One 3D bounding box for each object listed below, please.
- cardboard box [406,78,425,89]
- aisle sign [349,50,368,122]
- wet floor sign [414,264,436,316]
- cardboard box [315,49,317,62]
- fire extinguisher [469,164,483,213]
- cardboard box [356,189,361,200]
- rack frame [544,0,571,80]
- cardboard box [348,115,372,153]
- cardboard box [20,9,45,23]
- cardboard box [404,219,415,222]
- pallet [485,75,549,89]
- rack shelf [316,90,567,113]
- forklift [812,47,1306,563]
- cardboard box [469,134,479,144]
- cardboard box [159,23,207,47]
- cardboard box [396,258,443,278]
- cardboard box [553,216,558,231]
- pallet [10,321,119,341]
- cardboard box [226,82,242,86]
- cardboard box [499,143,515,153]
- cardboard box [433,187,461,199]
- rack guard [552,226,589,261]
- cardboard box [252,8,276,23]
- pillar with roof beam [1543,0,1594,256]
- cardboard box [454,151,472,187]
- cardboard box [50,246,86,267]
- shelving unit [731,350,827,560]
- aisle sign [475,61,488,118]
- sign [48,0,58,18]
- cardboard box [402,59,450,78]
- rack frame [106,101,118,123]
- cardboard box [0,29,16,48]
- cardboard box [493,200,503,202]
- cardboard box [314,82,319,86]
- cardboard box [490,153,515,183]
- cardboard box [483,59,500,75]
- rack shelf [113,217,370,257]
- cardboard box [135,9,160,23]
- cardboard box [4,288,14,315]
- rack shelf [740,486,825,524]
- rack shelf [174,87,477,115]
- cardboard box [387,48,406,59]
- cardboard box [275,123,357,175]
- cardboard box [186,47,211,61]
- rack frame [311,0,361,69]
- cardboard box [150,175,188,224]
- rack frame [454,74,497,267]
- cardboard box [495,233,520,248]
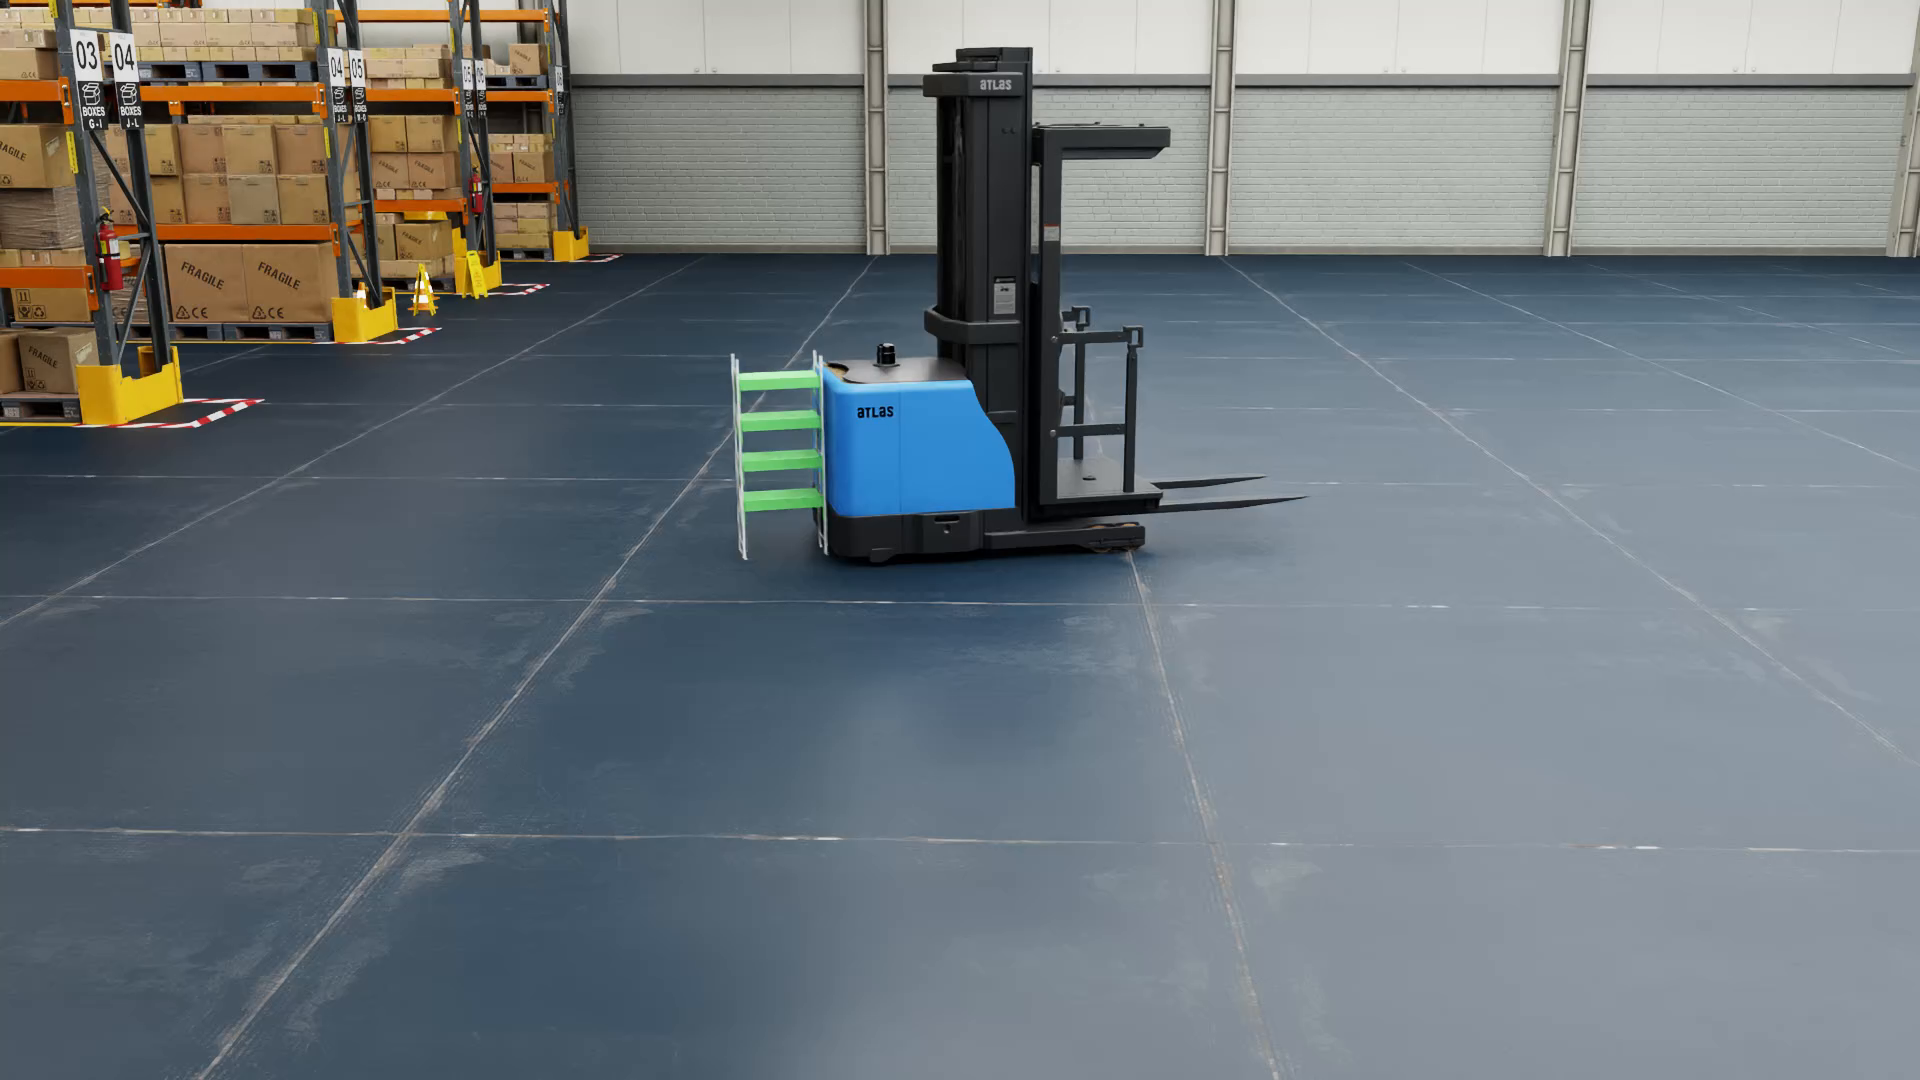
[{"bbox_3d":[-7.517,-6.348,23.133,0.250,0.149,0.380,0,15,2],"label":"cardboard box"},{"bbox_3d":[-6.850,-5.165,18.941,0.004,0.787,0.394,0,15,1],"label":"aisle sign"},{"bbox_3d":[-6.849,-3.198,21.197,0.232,0.644,0.267,-2,15,-8],"label":"wet floor sign"},{"bbox_3d":[-7.263,-5.496,18.885,0.250,0.149,0.380,0,15,2],"label":"cardboard box"},{"bbox_3d":[-6.801,-4.939,23.333,0.183,0.674,0.296,0,15,1],"label":"fire extinguisher"},{"bbox_3d":[-8.563,-4.912,23.570,0.250,0.149,0.380,0,15,1],"label":"cardboard box"},{"bbox_3d":[-6.780,-9.261,27.804,0.127,3.000,1.000,0,15,1],"label":"rack frame"},{"bbox_3d":[-8.438,-5.700,23.327,0.500,0.500,0.700,0,15,1],"label":"cardboard box"},{"bbox_3d":[-10.064,-5.732,18.215,0.250,0.149,0.380,0,15,1],"label":"cardboard box"},{"bbox_3d":[-8.249,-4.409,24.269,0.500,0.500,0.500,0,15,-1],"label":"cardboard box"},{"bbox_3d":[-7.486,-7.780,28.240,1.213,0.211,1.003,0,15,1],"label":"pallet"},{"bbox_3d":[-8.780,-7.476,28.328,4.000,0.370,1.077,0,15,1],"label":"rack shelf"},{"bbox_3d":[0.641,-1.465,10.147,3.031,2.935,1.130,-4,15,-13],"label":"forklift"},{"bbox_3d":[-8.163,-6.798,28.174,0.250,0.149,0.380,1,15,3],"label":"cardboard box"},{"bbox_3d":[-8.427,-5.544,18.285,0.500,0.250,0.500,0,15,1],"label":"cardboard box"},{"bbox_3d":[-7.742,-3.905,23.829,0.500,0.250,0.500,0,15,1],"label":"cardboard box"},{"bbox_3d":[-7.245,-5.532,29.015,0.500,0.250,0.500,1,15,2],"label":"cardboard box"},{"bbox_3d":[-10.169,-2.485,19.344,1.213,0.211,1.003,0,15,1],"label":"pallet"},{"bbox_3d":[-10.086,-6.396,23.315,0.250,0.149,0.380,0,15,1],"label":"cardboard box"},{"bbox_3d":[-7.648,-6.665,28.255,0.250,0.149,0.380,1,15,2],"label":"cardboard box"},{"bbox_3d":[-7.283,-4.921,23.606,0.250,0.149,0.380,1,15,3],"label":"cardboard box"},{"bbox_3d":[-6.756,-5.152,28.887,0.348,0.500,1.175,0,15,1],"label":"rack guard"},{"bbox_3d":[-7.524,-5.715,18.153,0.250,0.149,0.380,0,15,2],"label":"cardboard box"},{"bbox_3d":[10.431,-8.281,24.086,0.400,9.000,9.100,0,15,1],"label":"pillar with roof beam"},{"bbox_3d":[-7.370,-5.361,24.000,0.500,0.500,0.500,0,15,1],"label":"cardboard box"},{"bbox_3d":[-7.446,-2.395,14.032,0.250,0.149,0.380,0,15,1],"label":"cardboard box"},{"bbox_3d":[-1.073,-0.506,9.900,0.503,1.200,0.258,-4,15,-13],"label":"shelving unit"},{"bbox_3d":[-6.833,-6.431,23.738,0.004,0.787,0.394,0,15,1],"label":"aisle sign"},{"bbox_3d":[-7.191,-4.305,13.161,0.005,0.325,0.100,0,15,1],"label":"sign"},{"bbox_3d":[-7.422,-6.551,23.122,0.500,0.250,0.500,0,15,1],"label":"cardboard box"},{"bbox_3d":[-14.778,-6.413,28.767,0.127,3.000,1.000,0,15,1],"label":"rack frame"},{"bbox_3d":[-7.699,-4.092,13.603,0.250,0.149,0.380,0,15,0],"label":"cardboard box"},{"bbox_3d":[-8.255,-5.777,28.965,0.500,0.250,0.500,0,15,1],"label":"cardboard box"},{"bbox_3d":[-8.804,-6.353,23.154,0.250,0.149,0.380,0,15,1],"label":"cardboard box"},{"bbox_3d":[-7.797,-6.351,28.336,0.500,0.500,0.500,1,15,3],"label":"cardboard box"},{"bbox_3d":[-7.870,-7.927,27.870,0.258,0.266,0.396,0,15,2],"label":"cardboard box"},{"bbox_3d":[-8.928,-3.497,19.125,4.000,0.370,1.077,0,15,1],"label":"rack shelf"},{"bbox_3d":[-8.799,-5.723,18.183,0.250,0.149,0.380,0,15,2],"label":"cardboard box"},{"bbox_3d":[-11.550,-2.954,19.245,0.750,0.750,1.050,0,15,1],"label":"cardboard box"},{"bbox_3d":[-1.072,-0.212,9.978,0.480,0.148,0.258,-4,15,-13],"label":"rack shelf"},{"bbox_3d":[-8.903,-6.210,23.530,4.000,0.370,1.077,0,15,1],"label":"rack shelf"},{"bbox_3d":[-7.761,-6.745,23.074,0.250,0.149,0.380,0,15,1],"label":"cardboard box"},{"bbox_3d":[-7.299,-4.439,18.874,0.550,0.550,0.875,0,15,1],"label":"cardboard box"},{"bbox_3d":[-8.287,-5.335,18.273,0.250,0.149,0.380,0,15,1],"label":"cardboard box"},{"bbox_3d":[-6.929,-6.733,18.219,0.127,3.000,1.000,0,15,1],"label":"rack frame"},{"bbox_3d":[-8.939,-3.922,19.031,0.500,0.550,0.875,0,15,1],"label":"cardboard box"},{"bbox_3d":[-6.903,-5.095,23.771,0.127,3.000,1.000,0,15,1],"label":"rack frame"},{"bbox_3d":[-7.755,-5.162,28.594,0.500,0.250,0.500,0,15,1],"label":"cardboard box"}]
